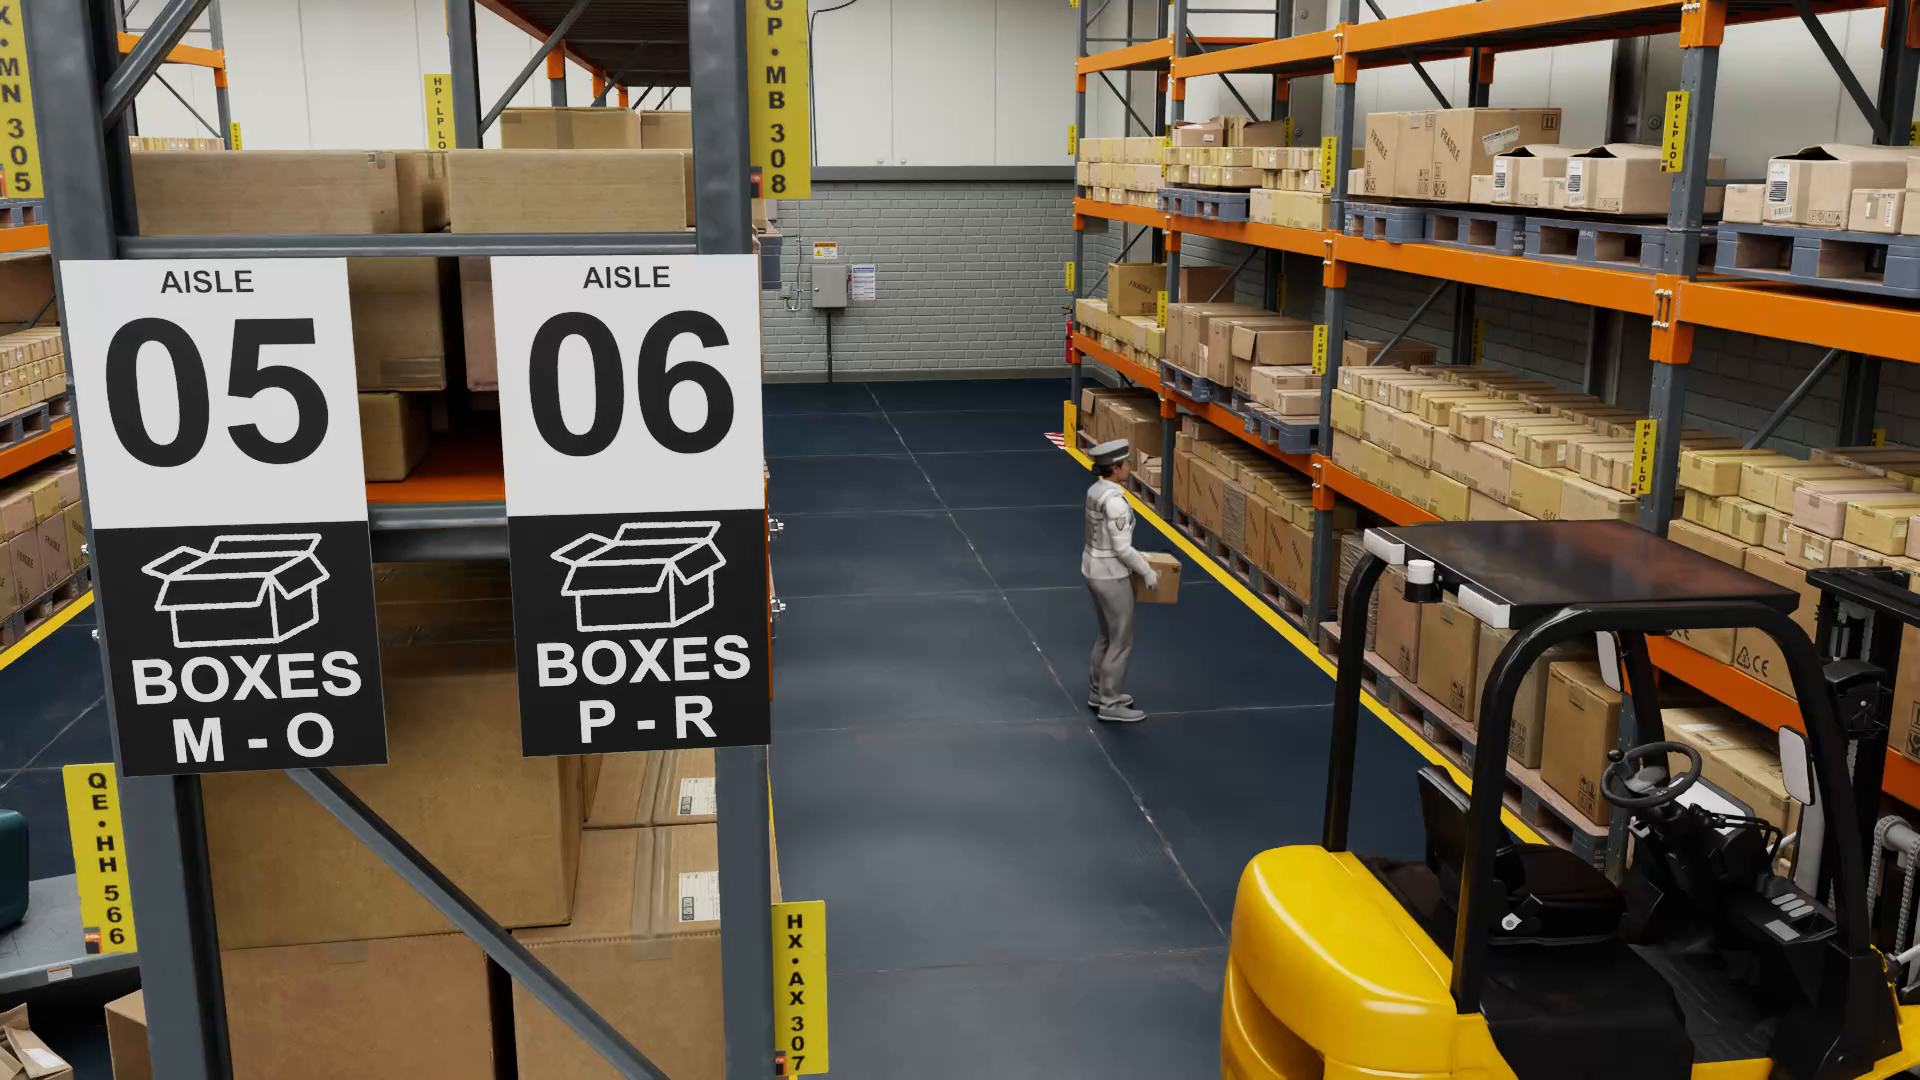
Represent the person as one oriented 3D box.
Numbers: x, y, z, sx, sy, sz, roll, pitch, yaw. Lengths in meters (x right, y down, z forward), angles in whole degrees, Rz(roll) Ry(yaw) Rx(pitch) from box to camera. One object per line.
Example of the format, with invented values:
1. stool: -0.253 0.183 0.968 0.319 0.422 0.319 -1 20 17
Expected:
1. person: 0.954 0.226 9.969 0.439 1.687 0.497 -2 13 -9
